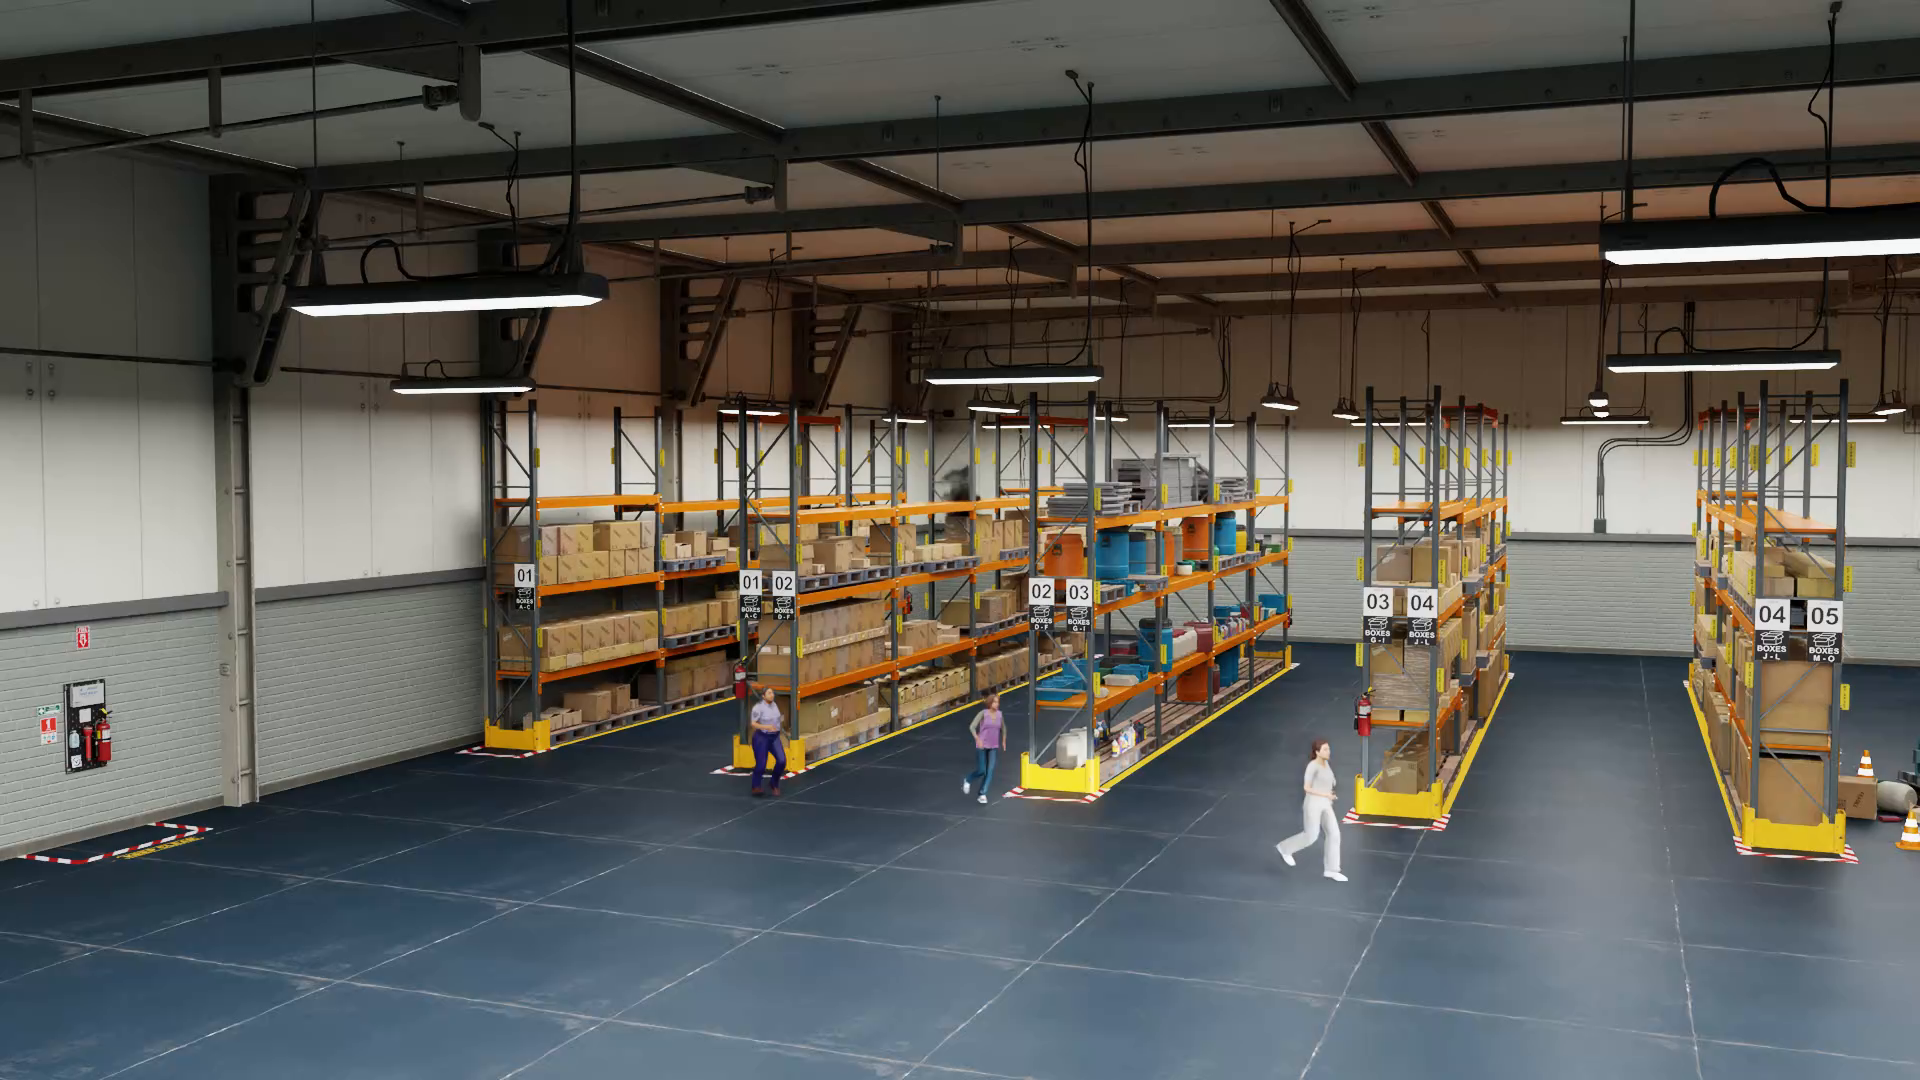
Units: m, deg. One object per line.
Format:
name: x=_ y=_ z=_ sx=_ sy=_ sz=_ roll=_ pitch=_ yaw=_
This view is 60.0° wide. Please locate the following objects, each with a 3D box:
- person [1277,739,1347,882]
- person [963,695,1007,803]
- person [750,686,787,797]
person: x=4.223 y=3.189 z=19.857 sx=0.550 sy=1.656 sz=0.926 roll=-3 pitch=4 yaw=-44
person: x=0.409 y=3.027 z=24.312 sx=0.598 sy=1.544 sz=0.610 roll=-1 pitch=3 yaw=-26
person: x=-2.839 y=2.991 z=24.534 sx=0.599 sy=1.678 sz=0.696 roll=-3 pitch=4 yaw=-42
